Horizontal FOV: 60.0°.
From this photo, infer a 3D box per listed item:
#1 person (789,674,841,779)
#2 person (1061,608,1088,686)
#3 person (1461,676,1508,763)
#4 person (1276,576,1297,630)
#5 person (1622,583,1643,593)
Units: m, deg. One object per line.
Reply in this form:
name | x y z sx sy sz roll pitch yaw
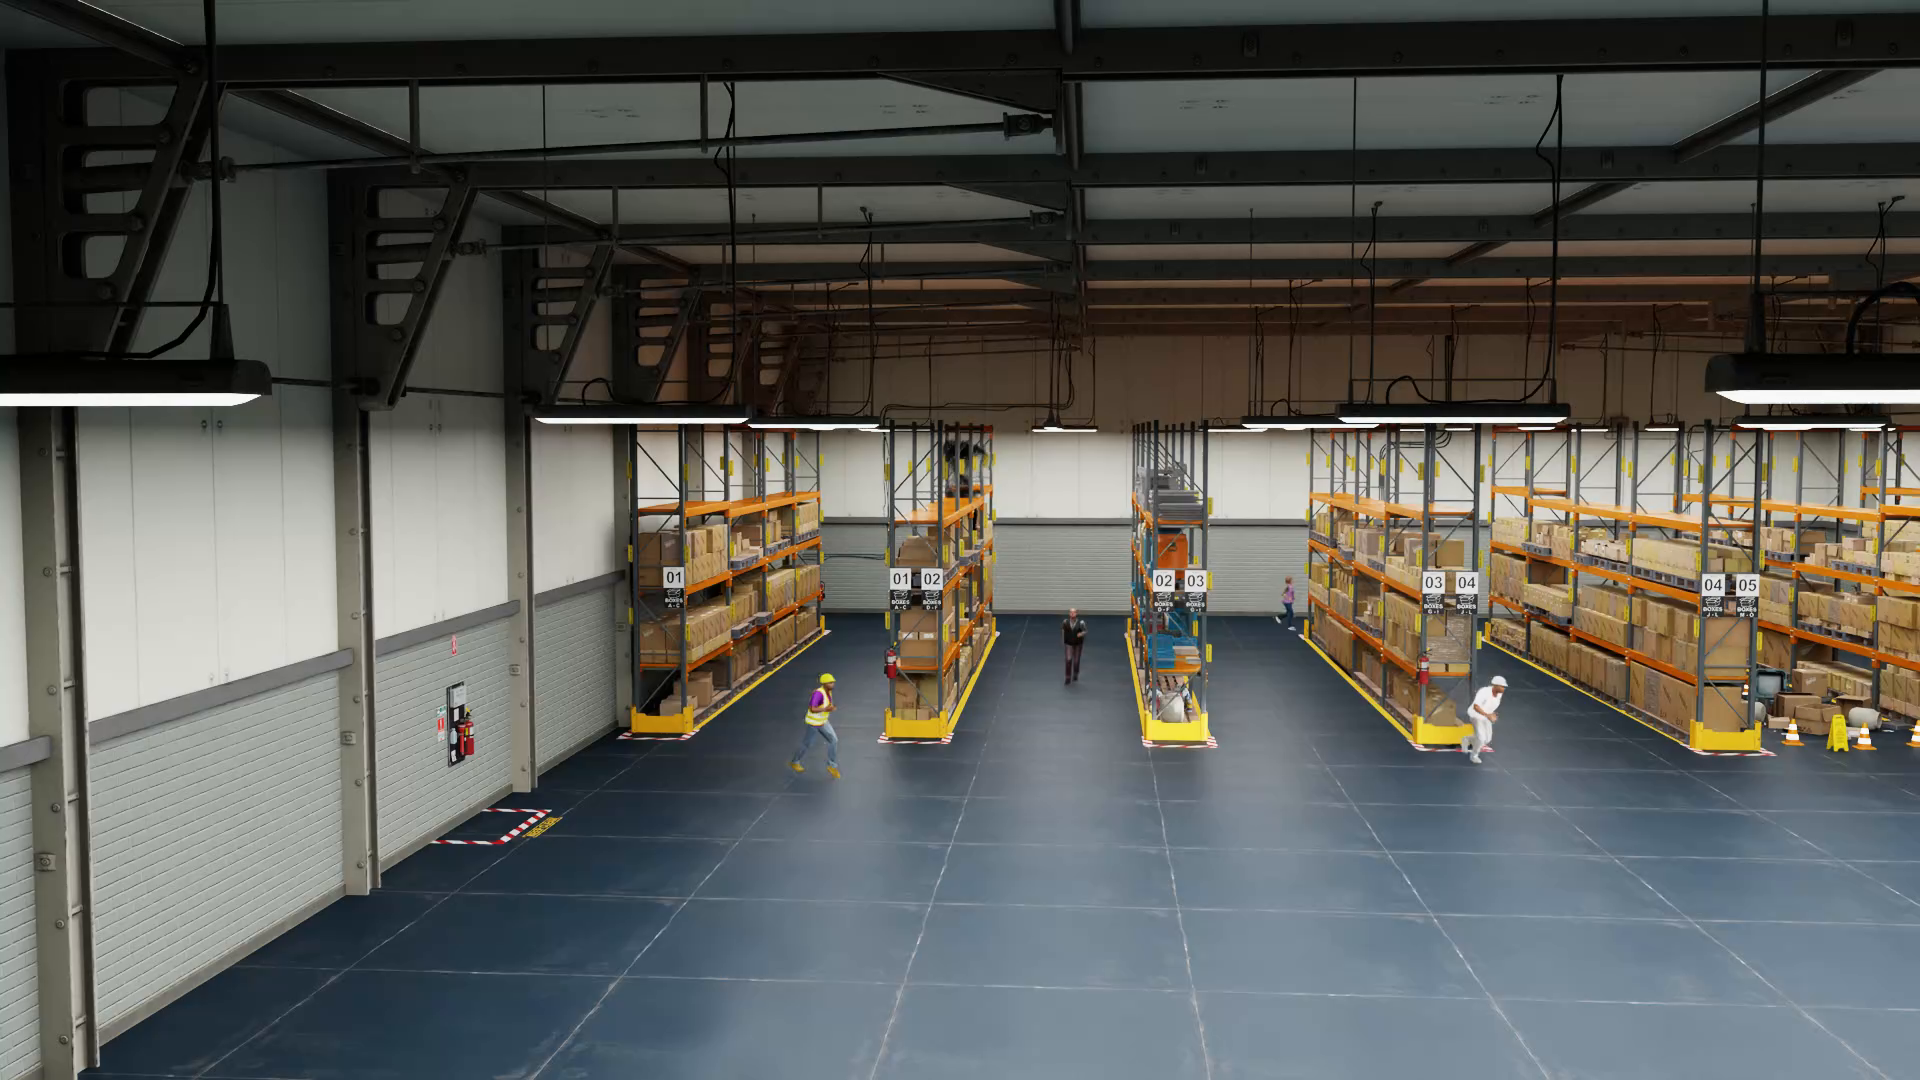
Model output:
person | -2.443 3.105 27.814 0.967 1.775 0.692 2 4 28
person | 2.625 2.458 38.204 0.642 1.782 0.779 0 4 6
person | 9.153 3.112 28.998 0.726 1.562 0.925 -3 4 -36
person | 9.596 1.858 48.888 0.668 1.586 0.530 2 4 32
person | 18.972 1.806 47.160 1.055 1.772 0.693 0 4 3
